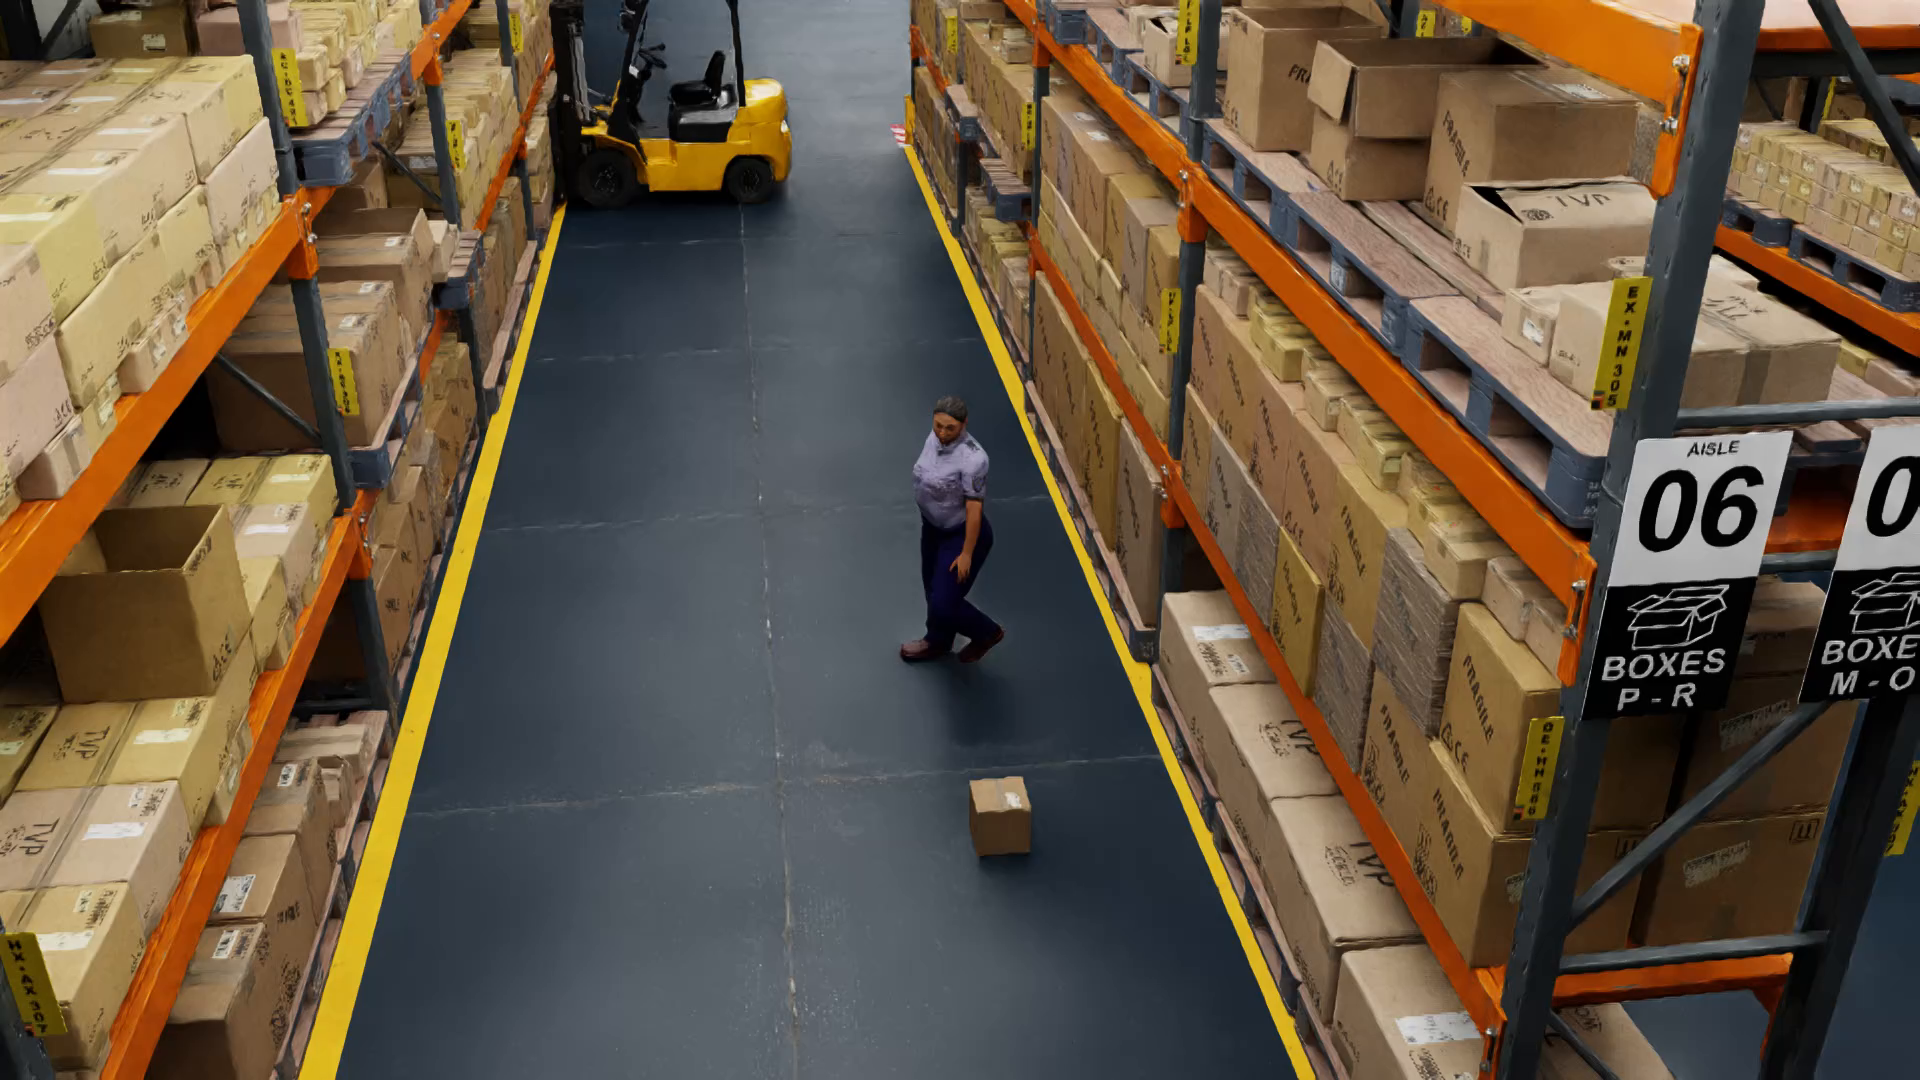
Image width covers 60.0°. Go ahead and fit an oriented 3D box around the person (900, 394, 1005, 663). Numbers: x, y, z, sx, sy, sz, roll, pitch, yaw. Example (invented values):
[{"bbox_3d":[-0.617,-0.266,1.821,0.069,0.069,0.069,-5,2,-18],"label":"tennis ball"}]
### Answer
[{"bbox_3d":[-0.027,-0.037,8.689,0.478,1.631,0.580,-15,31,-27],"label":"person"}]
